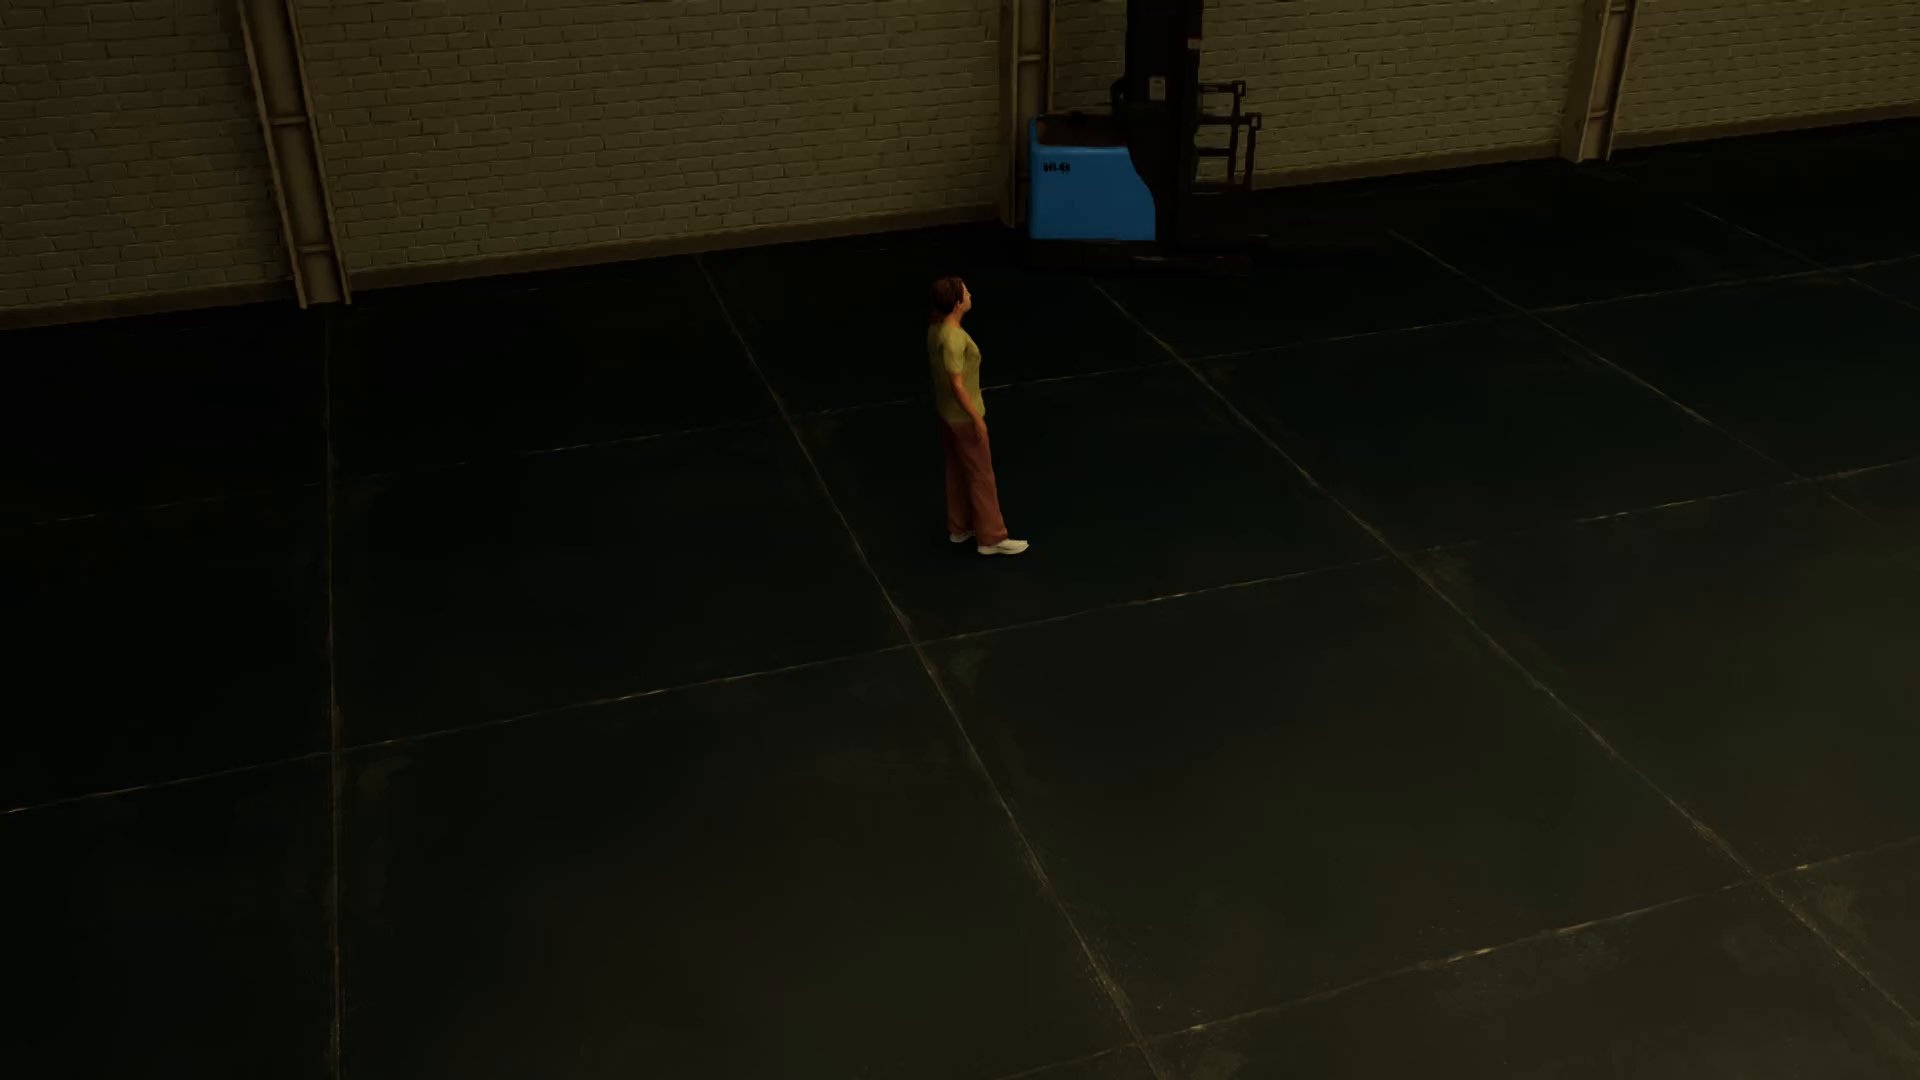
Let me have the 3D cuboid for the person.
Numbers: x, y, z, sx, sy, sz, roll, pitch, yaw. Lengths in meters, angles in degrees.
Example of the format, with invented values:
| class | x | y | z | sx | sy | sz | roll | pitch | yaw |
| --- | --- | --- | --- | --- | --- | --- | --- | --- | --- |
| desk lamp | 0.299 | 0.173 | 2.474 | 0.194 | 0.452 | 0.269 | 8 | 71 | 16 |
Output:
| class | x | y | z | sx | sy | sz | roll | pitch | yaw |
| --- | --- | --- | --- | --- | --- | --- | --- | --- | --- |
| person | 0.074 | -0.739 | 9.616 | 0.548 | 1.674 | 0.554 | -10 | 31 | -16 |

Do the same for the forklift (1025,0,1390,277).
| class | x | y | z | sx | sy | sz | roll | pitch | yaw |
| --- | --- | --- | --- | --- | --- | --- | --- | --- | --- |
| forklift | 2.075 | -3.723 | 13.557 | 3.031 | 2.935 | 1.130 | 1 | 30 | 1 |
